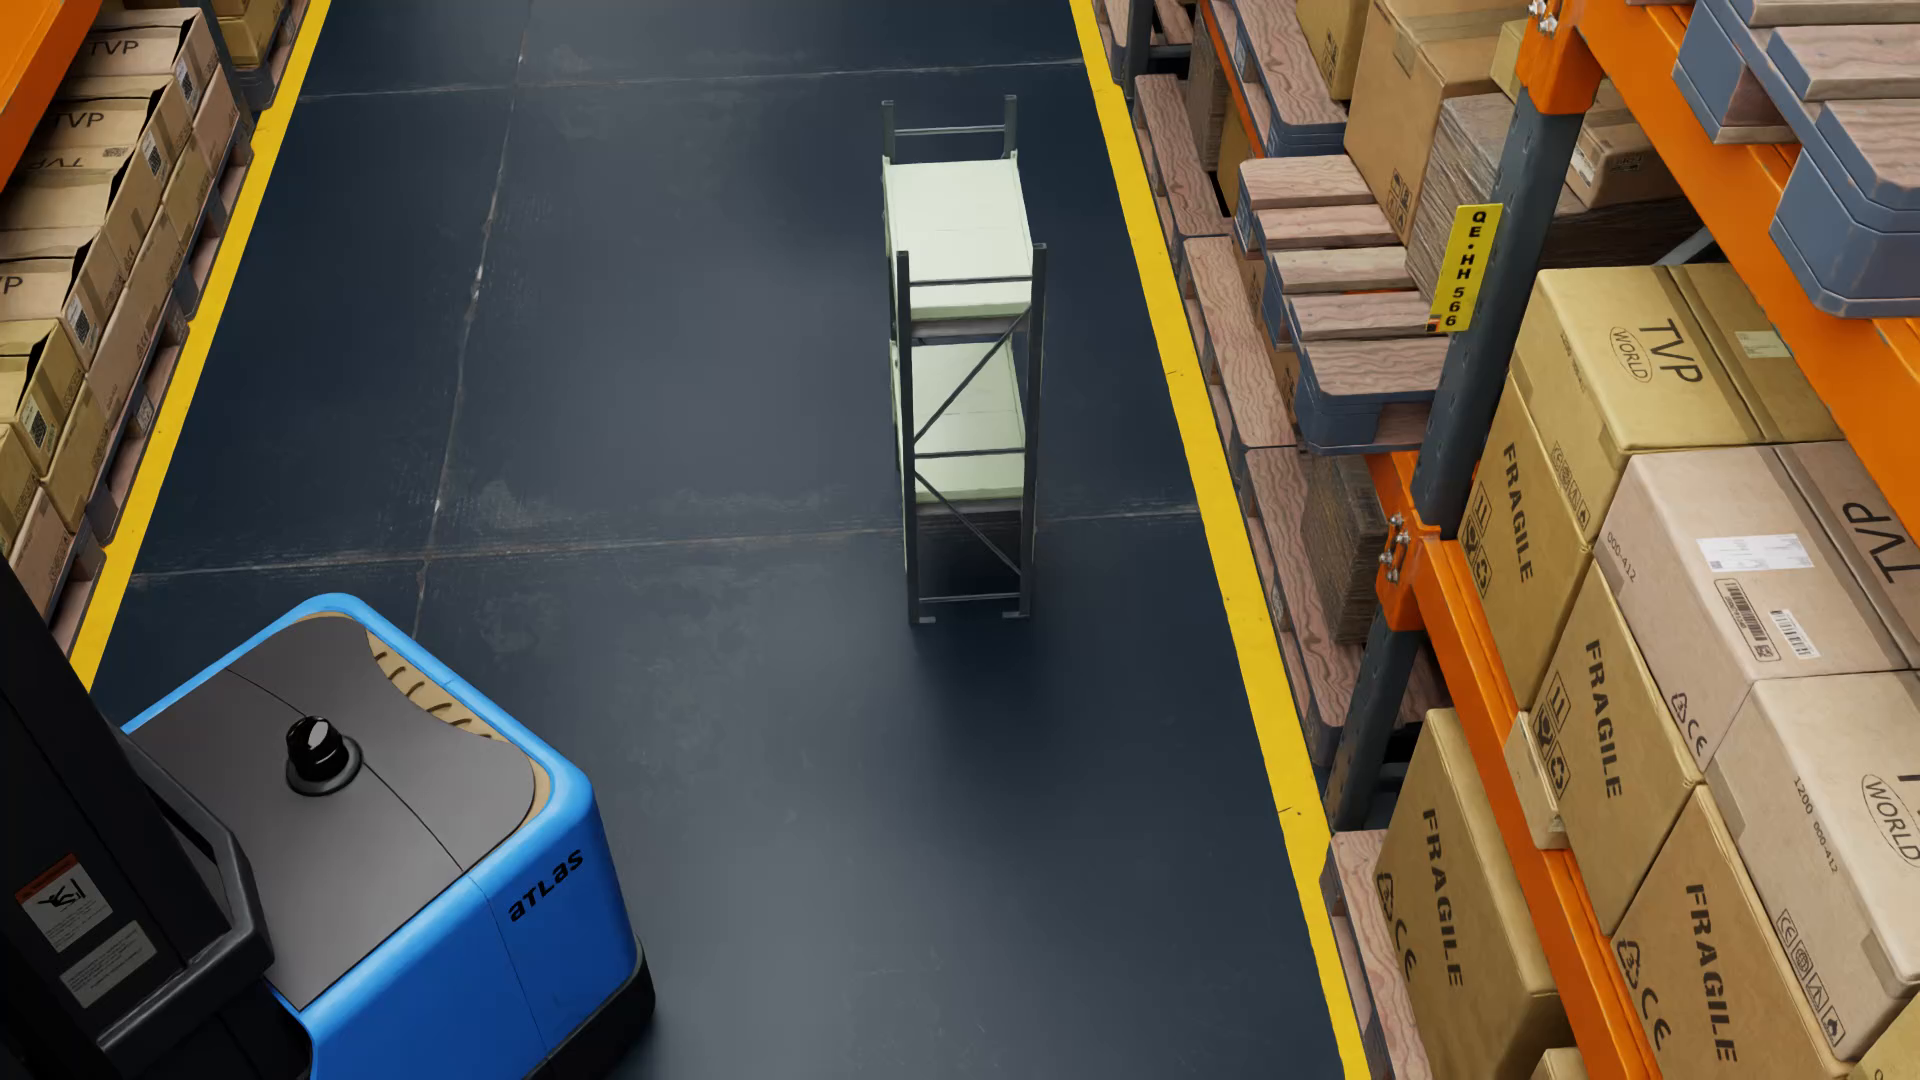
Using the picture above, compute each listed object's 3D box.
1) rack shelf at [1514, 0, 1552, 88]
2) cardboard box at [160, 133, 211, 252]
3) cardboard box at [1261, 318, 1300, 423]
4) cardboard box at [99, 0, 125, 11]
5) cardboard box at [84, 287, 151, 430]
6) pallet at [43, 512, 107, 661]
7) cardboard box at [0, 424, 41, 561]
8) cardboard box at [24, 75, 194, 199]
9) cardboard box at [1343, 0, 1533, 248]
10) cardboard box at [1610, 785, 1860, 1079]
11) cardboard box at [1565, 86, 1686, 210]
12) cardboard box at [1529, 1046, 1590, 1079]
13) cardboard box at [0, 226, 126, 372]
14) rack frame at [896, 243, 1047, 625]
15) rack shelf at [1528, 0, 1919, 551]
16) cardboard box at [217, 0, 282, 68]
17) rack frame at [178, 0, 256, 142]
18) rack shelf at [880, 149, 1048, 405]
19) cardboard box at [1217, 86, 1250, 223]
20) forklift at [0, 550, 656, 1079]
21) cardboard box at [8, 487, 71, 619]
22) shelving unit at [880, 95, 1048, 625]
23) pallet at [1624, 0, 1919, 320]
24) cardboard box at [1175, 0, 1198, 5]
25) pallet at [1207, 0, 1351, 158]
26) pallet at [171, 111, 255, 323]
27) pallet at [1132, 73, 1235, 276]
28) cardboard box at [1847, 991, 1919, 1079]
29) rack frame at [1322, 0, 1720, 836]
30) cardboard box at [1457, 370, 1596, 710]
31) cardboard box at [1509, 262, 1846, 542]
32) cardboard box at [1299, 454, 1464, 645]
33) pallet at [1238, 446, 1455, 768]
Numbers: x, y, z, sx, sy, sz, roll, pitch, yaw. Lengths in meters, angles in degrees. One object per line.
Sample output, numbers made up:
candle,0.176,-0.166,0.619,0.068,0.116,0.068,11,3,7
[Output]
rack shelf,1.427,-2.464,4.447,1.077,0.370,4.000,-3,47,-3
cardboard box,-3.312,-1.374,6.590,0.500,0.250,0.500,-4,47,-4
cardboard box,1.485,-0.780,5.841,0.700,0.500,0.500,-4,47,-4
cardboard box,-3.933,-2.344,7.509,0.500,0.250,0.500,-3,47,-3
cardboard box,-3.227,-0.635,5.890,0.500,0.250,0.500,-3,47,-2
pallet,-3.371,0.432,5.196,1.003,0.211,1.213,-3,47,-3
cardboard box,-3.145,-0.097,4.994,0.500,0.311,0.500,-5,47,-4
cardboard box,-3.307,-1.563,6.383,0.500,0.311,0.500,-2,47,-2
cardboard box,1.472,-1.161,4.412,0.700,0.500,0.500,-7,47,-7
cardboard box,1.455,0.729,2.706,0.500,0.500,0.500,-4,47,-3
cardboard box,1.536,-0.889,3.708,0.380,0.149,0.250,-9,47,-8
cardboard box,1.593,1.536,3.421,0.750,0.750,0.750,-4,47,-3
cardboard box,-3.229,-0.838,5.696,0.500,0.311,0.500,-4,47,-4
rack frame,0.030,-0.256,4.959,0.400,1.500,0.023,-3,47,-3
rack shelf,1.762,0.430,1.706,1.077,0.370,4.000,-3,47,-3
cardboard box,-3.413,-2.376,7.539,0.500,0.250,0.500,-3,47,-3
rack frame,-3.676,-2.823,6.358,1.000,3.000,0.127,-3,47,-3
rack shelf,-0.001,-0.789,4.927,0.431,0.370,0.720,-3,47,-3
cardboard box,1.431,-1.516,6.539,0.700,0.500,0.500,-4,47,-4
forklift,-2.142,0.886,2.892,1.130,2.935,3.031,31,54,26
cardboard box,-3.135,0.111,5.183,0.500,0.250,0.500,-5,47,-4
shelving unit,-0.001,-0.521,5.210,0.431,1.500,0.755,-3,47,-3
pallet,1.702,-0.737,2.446,1.213,0.211,1.003,-2,47,-1
cardboard box,1.185,-2.689,7.879,0.380,0.166,0.250,-9,47,-8
pallet,1.388,-1.597,5.328,1.003,0.211,1.213,-3,47,-3
pallet,-3.576,-1.334,6.868,1.003,0.211,1.213,-3,47,-3
pallet,1.327,-1.605,7.125,1.003,0.211,1.213,-3,47,-3
cardboard box,1.516,0.829,2.095,0.500,0.250,0.500,-4,47,-4
rack frame,1.595,-0.233,3.905,1.000,3.000,0.127,-3,47,-3
cardboard box,1.380,-0.010,3.406,0.500,0.500,0.500,-2,47,-2
cardboard box,1.378,-0.269,3.135,0.500,0.250,0.500,-2,47,-2
cardboard box,1.482,-0.042,5.143,0.700,0.500,0.500,-3,47,-3
pallet,1.531,0.160,5.453,1.003,0.211,1.213,-3,47,-3
